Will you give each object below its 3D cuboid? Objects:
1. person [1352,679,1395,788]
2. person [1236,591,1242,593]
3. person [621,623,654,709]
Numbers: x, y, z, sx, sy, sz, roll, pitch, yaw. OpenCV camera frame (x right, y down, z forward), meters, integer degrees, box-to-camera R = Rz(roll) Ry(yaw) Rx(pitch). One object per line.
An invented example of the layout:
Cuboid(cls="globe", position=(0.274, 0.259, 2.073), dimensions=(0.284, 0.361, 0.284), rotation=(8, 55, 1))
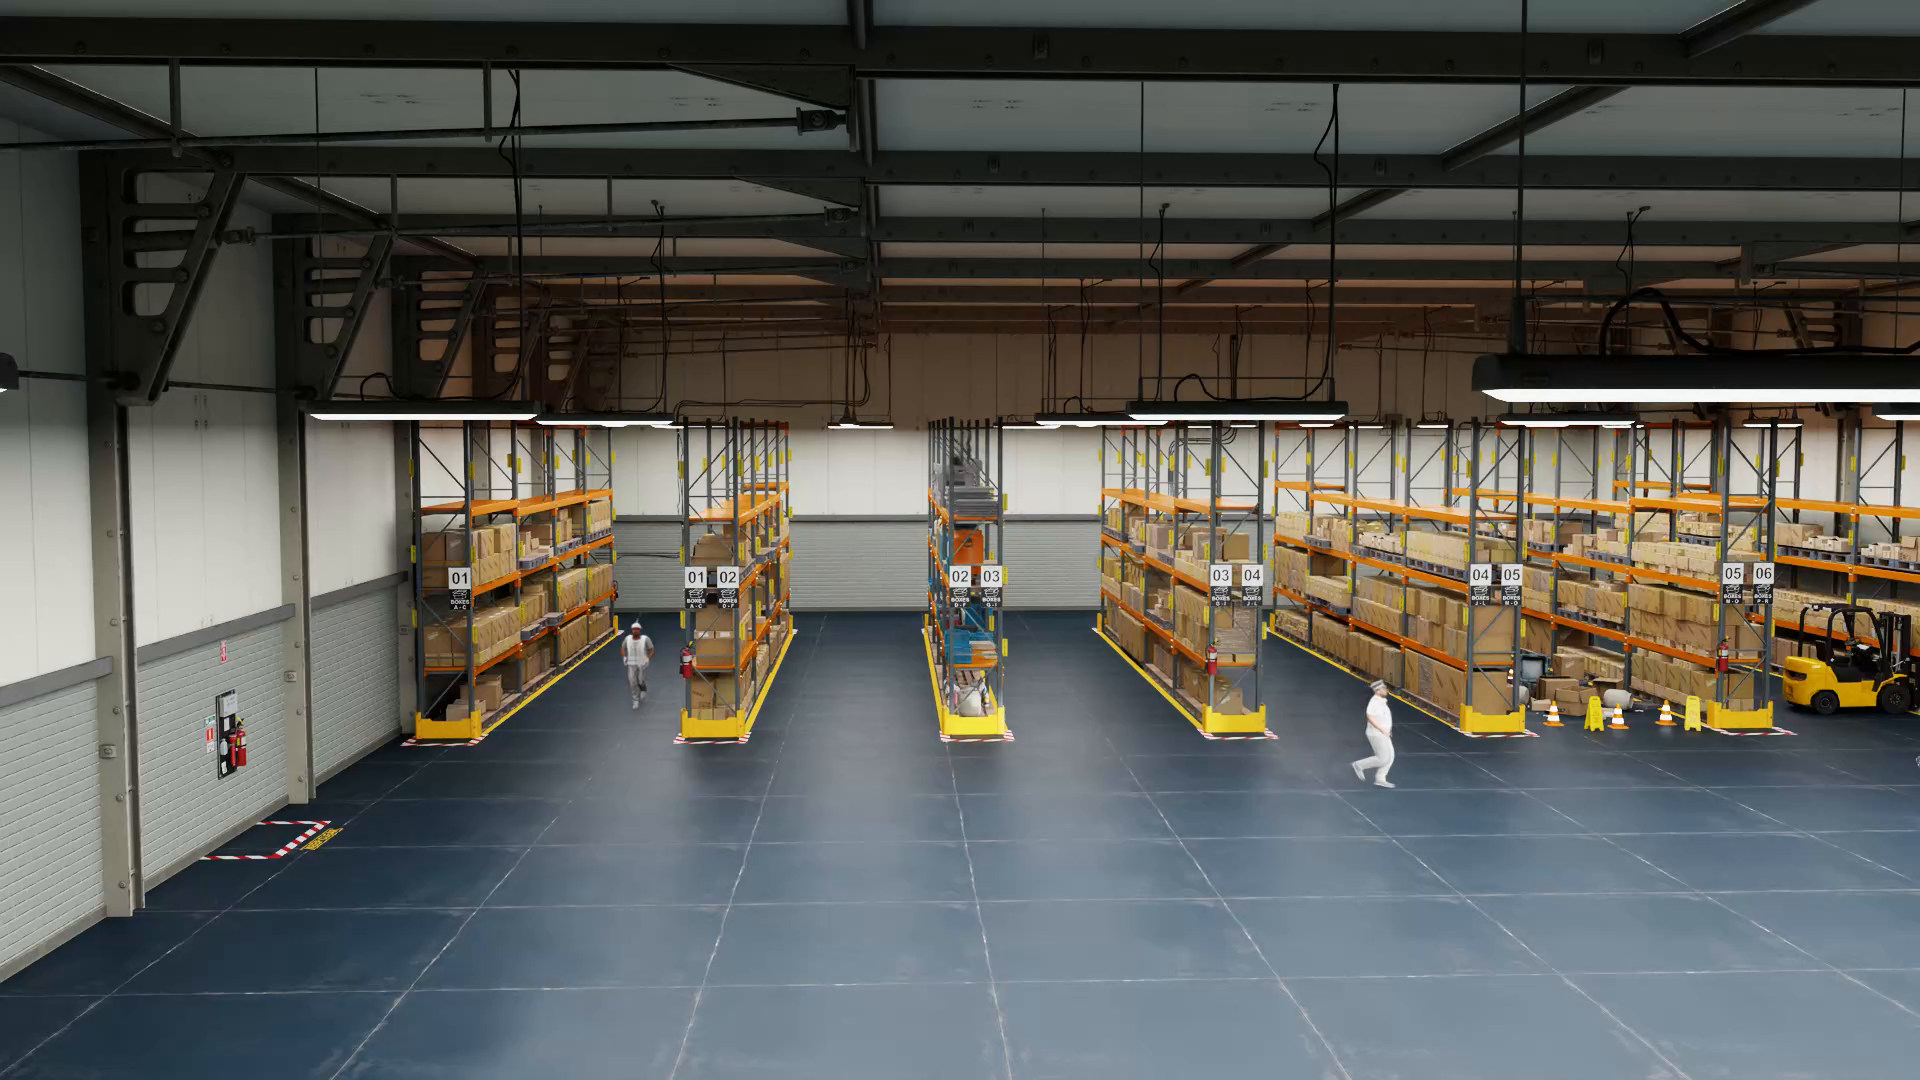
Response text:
Cuboid(cls="person", position=(6.689, 3.109, 26.834), dimensions=(0.658, 1.747, 0.655), rotation=(2, 4, 25))
Cuboid(cls="person", position=(7.688, 1.799, 47.236), dimensions=(0.792, 1.705, 0.775), rotation=(2, 4, 31))
Cuboid(cls="person", position=(-6.717, 2.595, 34.616), dimensions=(0.692, 1.769, 0.812), rotation=(0, 4, -3))
